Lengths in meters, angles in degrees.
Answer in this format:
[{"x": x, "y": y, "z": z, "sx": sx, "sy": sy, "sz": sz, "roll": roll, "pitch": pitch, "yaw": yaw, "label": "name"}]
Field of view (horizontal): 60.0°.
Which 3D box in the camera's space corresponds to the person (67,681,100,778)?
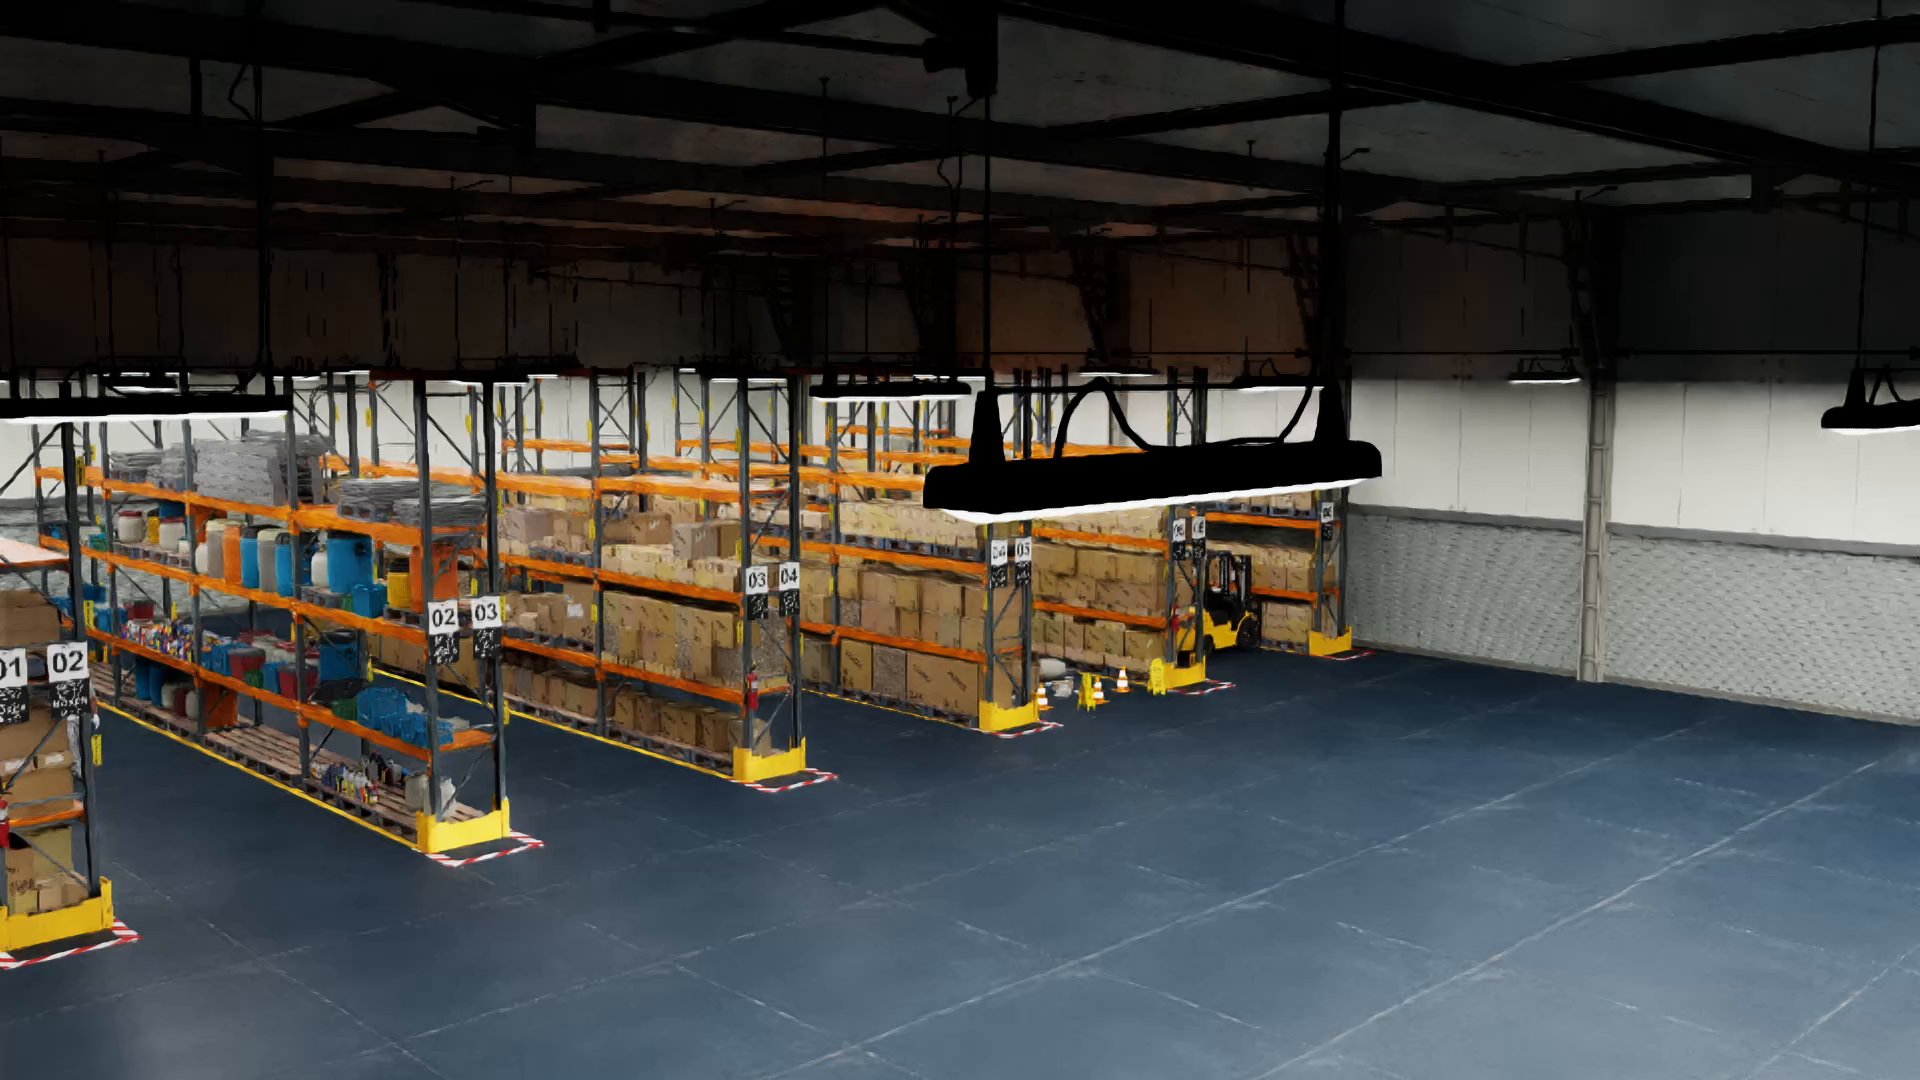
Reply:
[{"x": -13.246, "y": 2.662, "z": 24.924, "sx": 1.042, "sy": 1.733, "sz": 0.577, "roll": 6, "pitch": 9, "yaw": 44, "label": "person"}]
